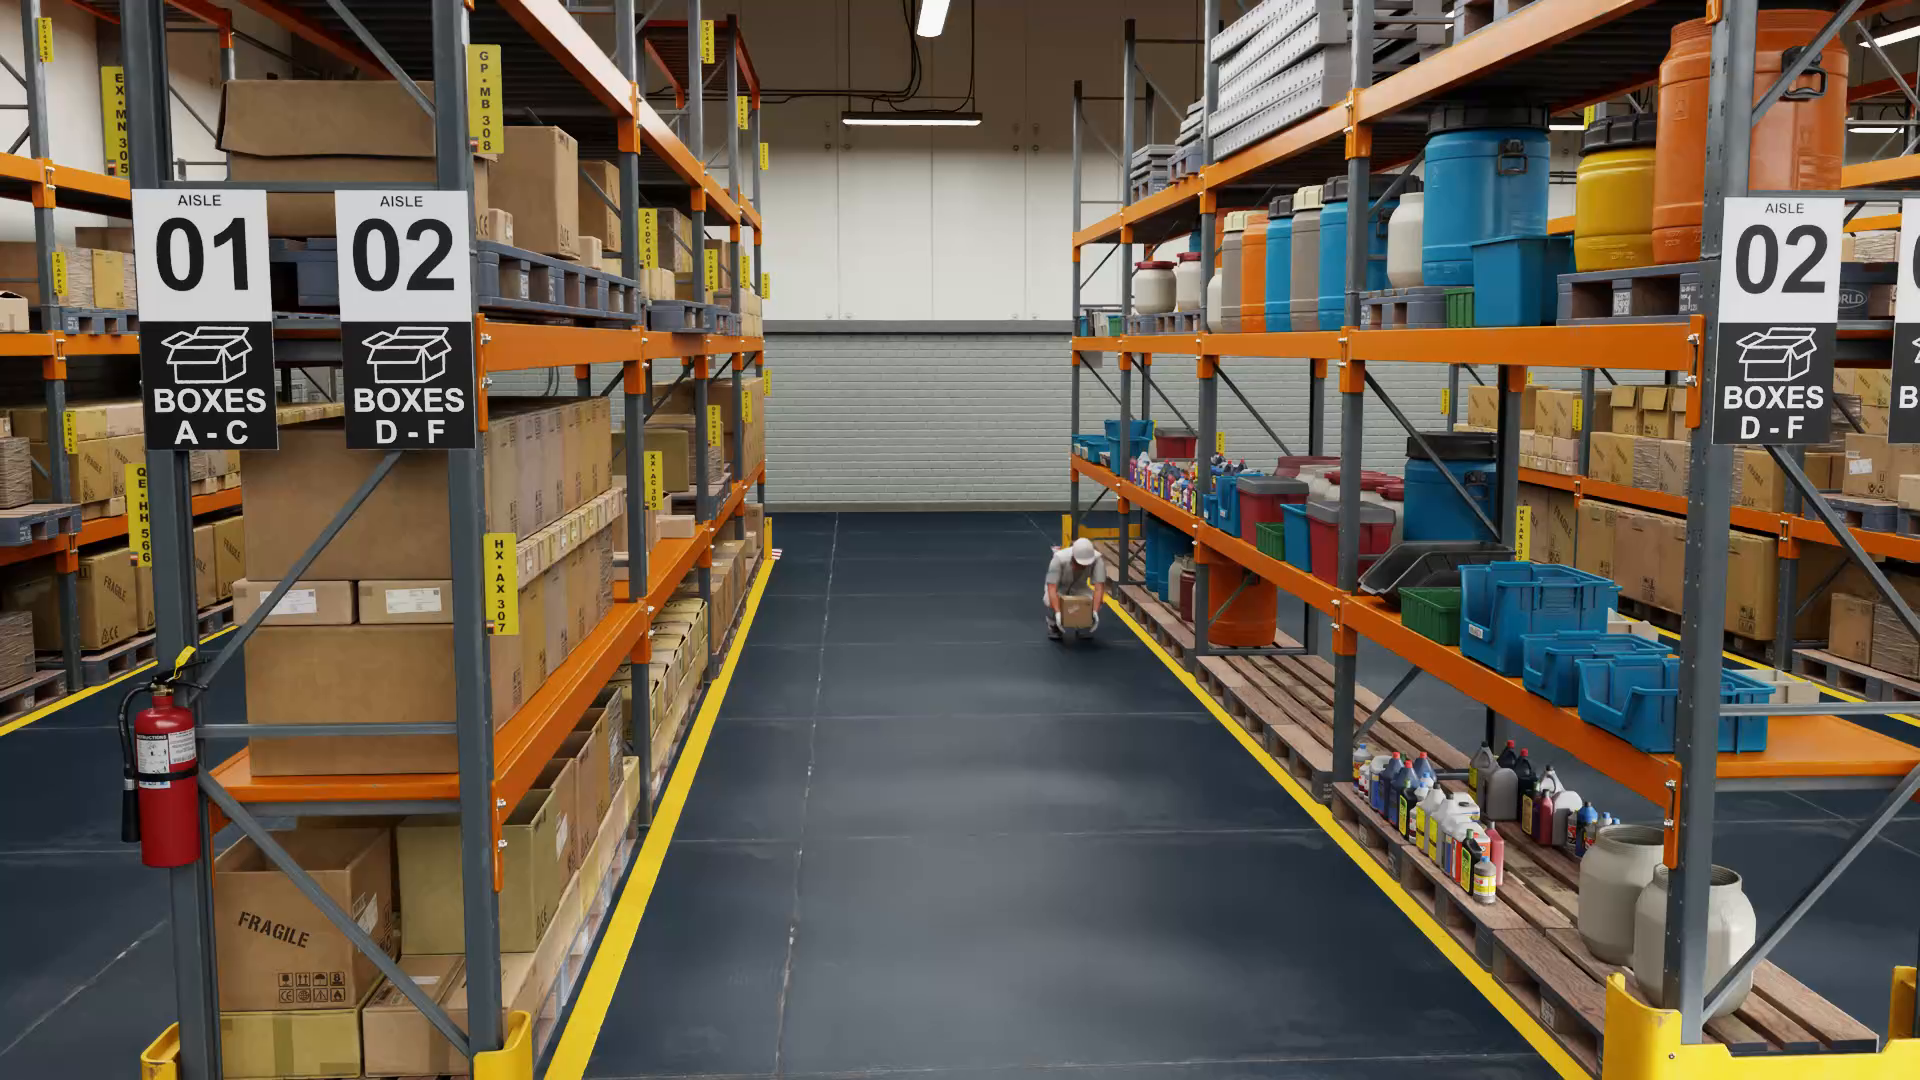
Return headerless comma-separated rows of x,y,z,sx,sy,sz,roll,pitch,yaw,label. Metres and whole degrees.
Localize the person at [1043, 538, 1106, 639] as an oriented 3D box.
1.053,0.441,15.340,0.569,0.990,0.884,0,7,-4,person
